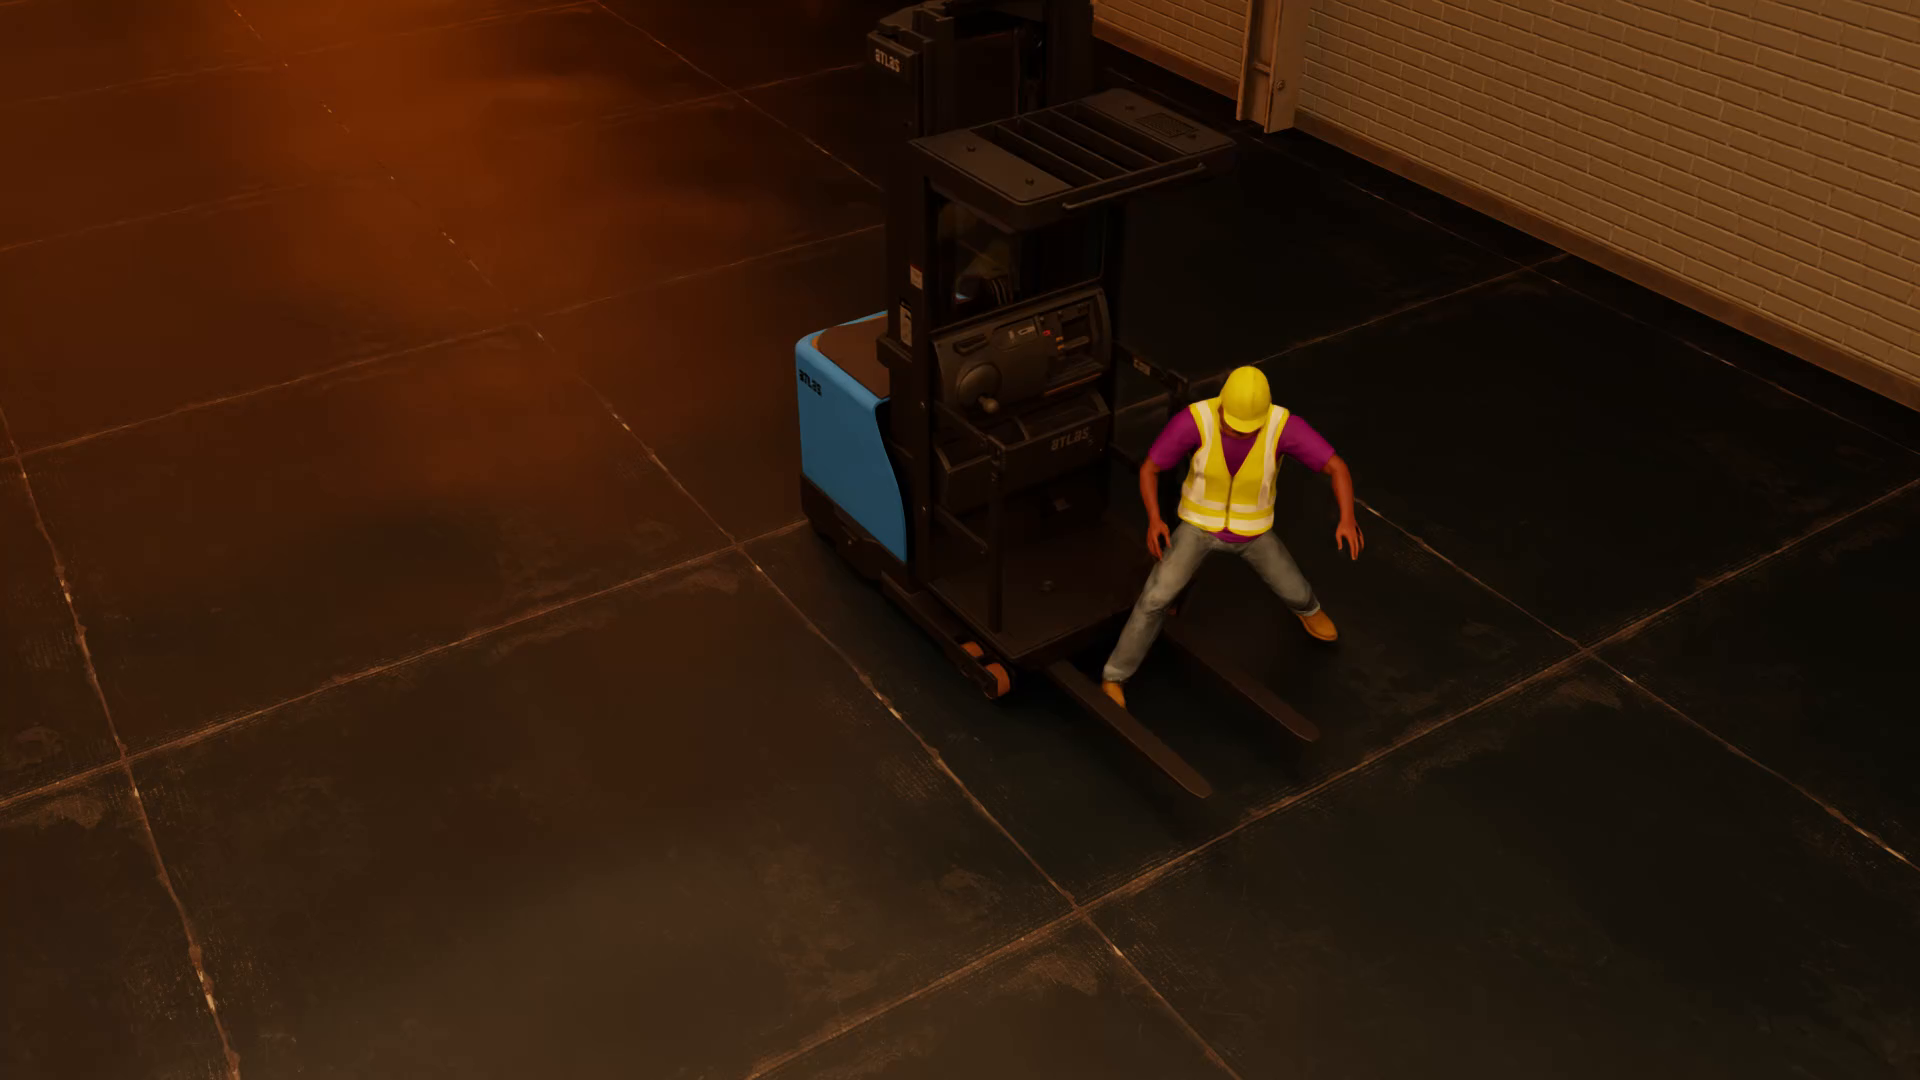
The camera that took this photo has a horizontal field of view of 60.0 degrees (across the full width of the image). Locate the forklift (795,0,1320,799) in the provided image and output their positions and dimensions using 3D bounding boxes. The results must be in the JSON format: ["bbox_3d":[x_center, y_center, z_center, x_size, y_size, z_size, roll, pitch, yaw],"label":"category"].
[{"bbox_3d":[0.410,-0.784,7.263,1.130,2.935,3.031,-22,40,-28],"label":"forklift"}]

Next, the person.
[{"bbox_3d":[1.214,-0.033,7.297,1.119,1.591,1.012,4,35,5],"label":"person"}]
